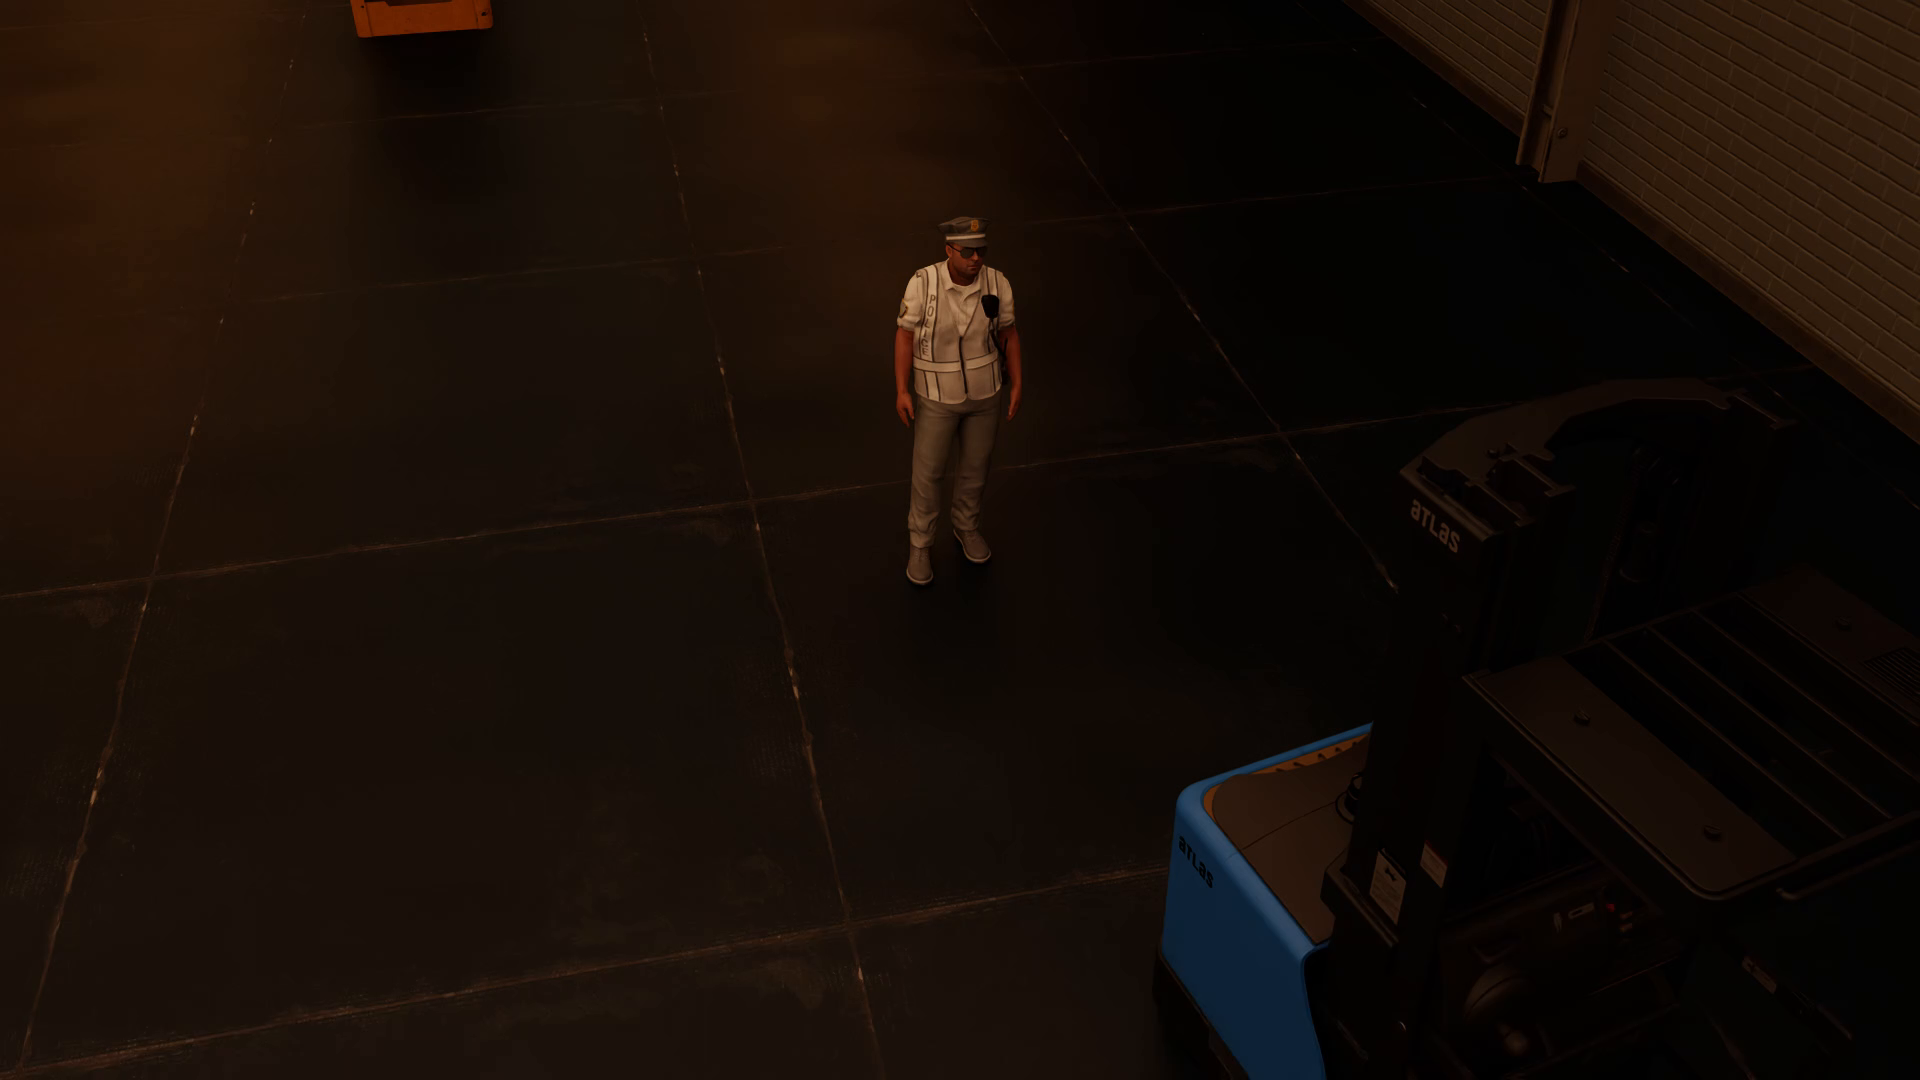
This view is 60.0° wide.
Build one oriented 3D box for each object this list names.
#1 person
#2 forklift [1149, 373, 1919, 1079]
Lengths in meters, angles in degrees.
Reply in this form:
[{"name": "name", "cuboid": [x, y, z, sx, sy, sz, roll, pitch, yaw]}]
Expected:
[{"name": "person", "cuboid": [0.006, -0.684, 7.970, 0.641, 1.780, 0.574, -8, 36, -11]}, {"name": "forklift", "cuboid": [1.772, 1.166, 4.431, 1.130, 2.935, 3.031, -15, 38, -20]}]
